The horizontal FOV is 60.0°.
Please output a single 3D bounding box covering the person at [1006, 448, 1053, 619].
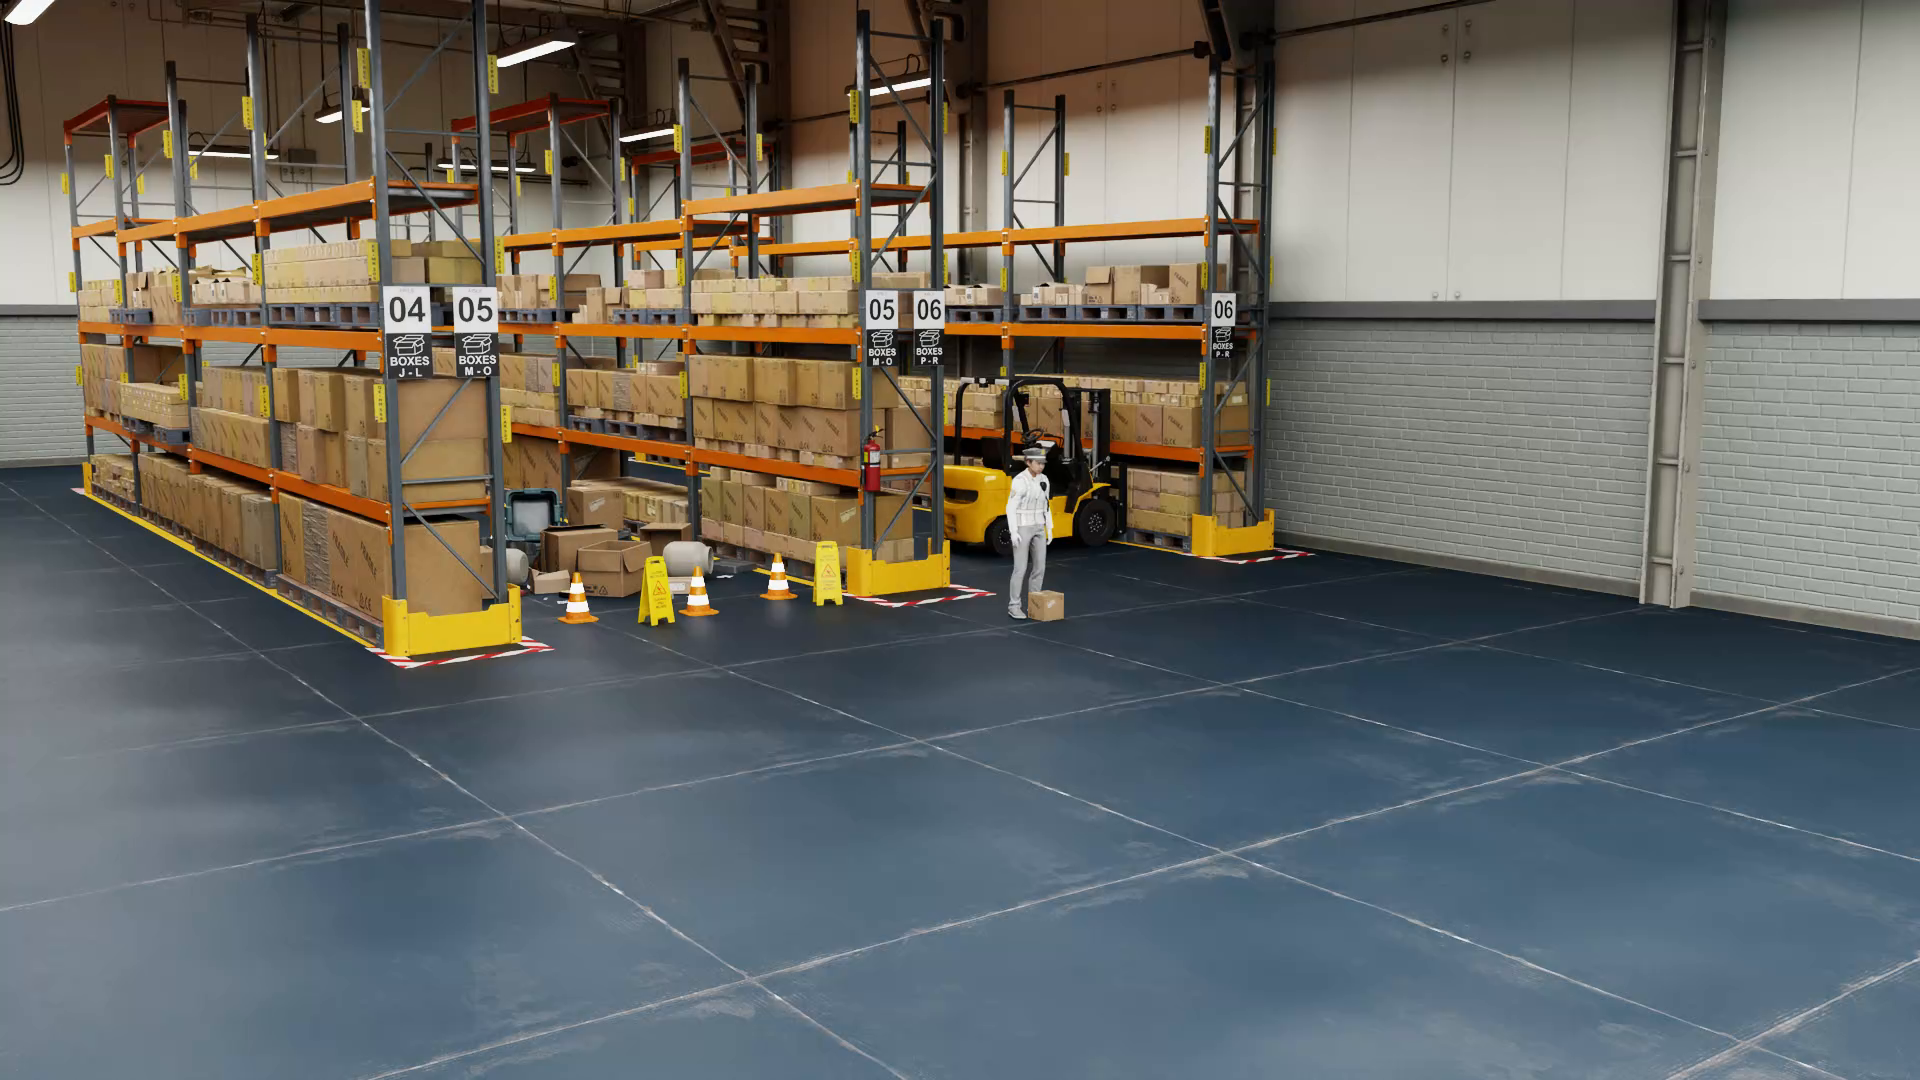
[{"bbox_3d":[0.692,-0.081,16.380,0.528,1.663,0.372,-6,10,-36],"label":"person"}]
